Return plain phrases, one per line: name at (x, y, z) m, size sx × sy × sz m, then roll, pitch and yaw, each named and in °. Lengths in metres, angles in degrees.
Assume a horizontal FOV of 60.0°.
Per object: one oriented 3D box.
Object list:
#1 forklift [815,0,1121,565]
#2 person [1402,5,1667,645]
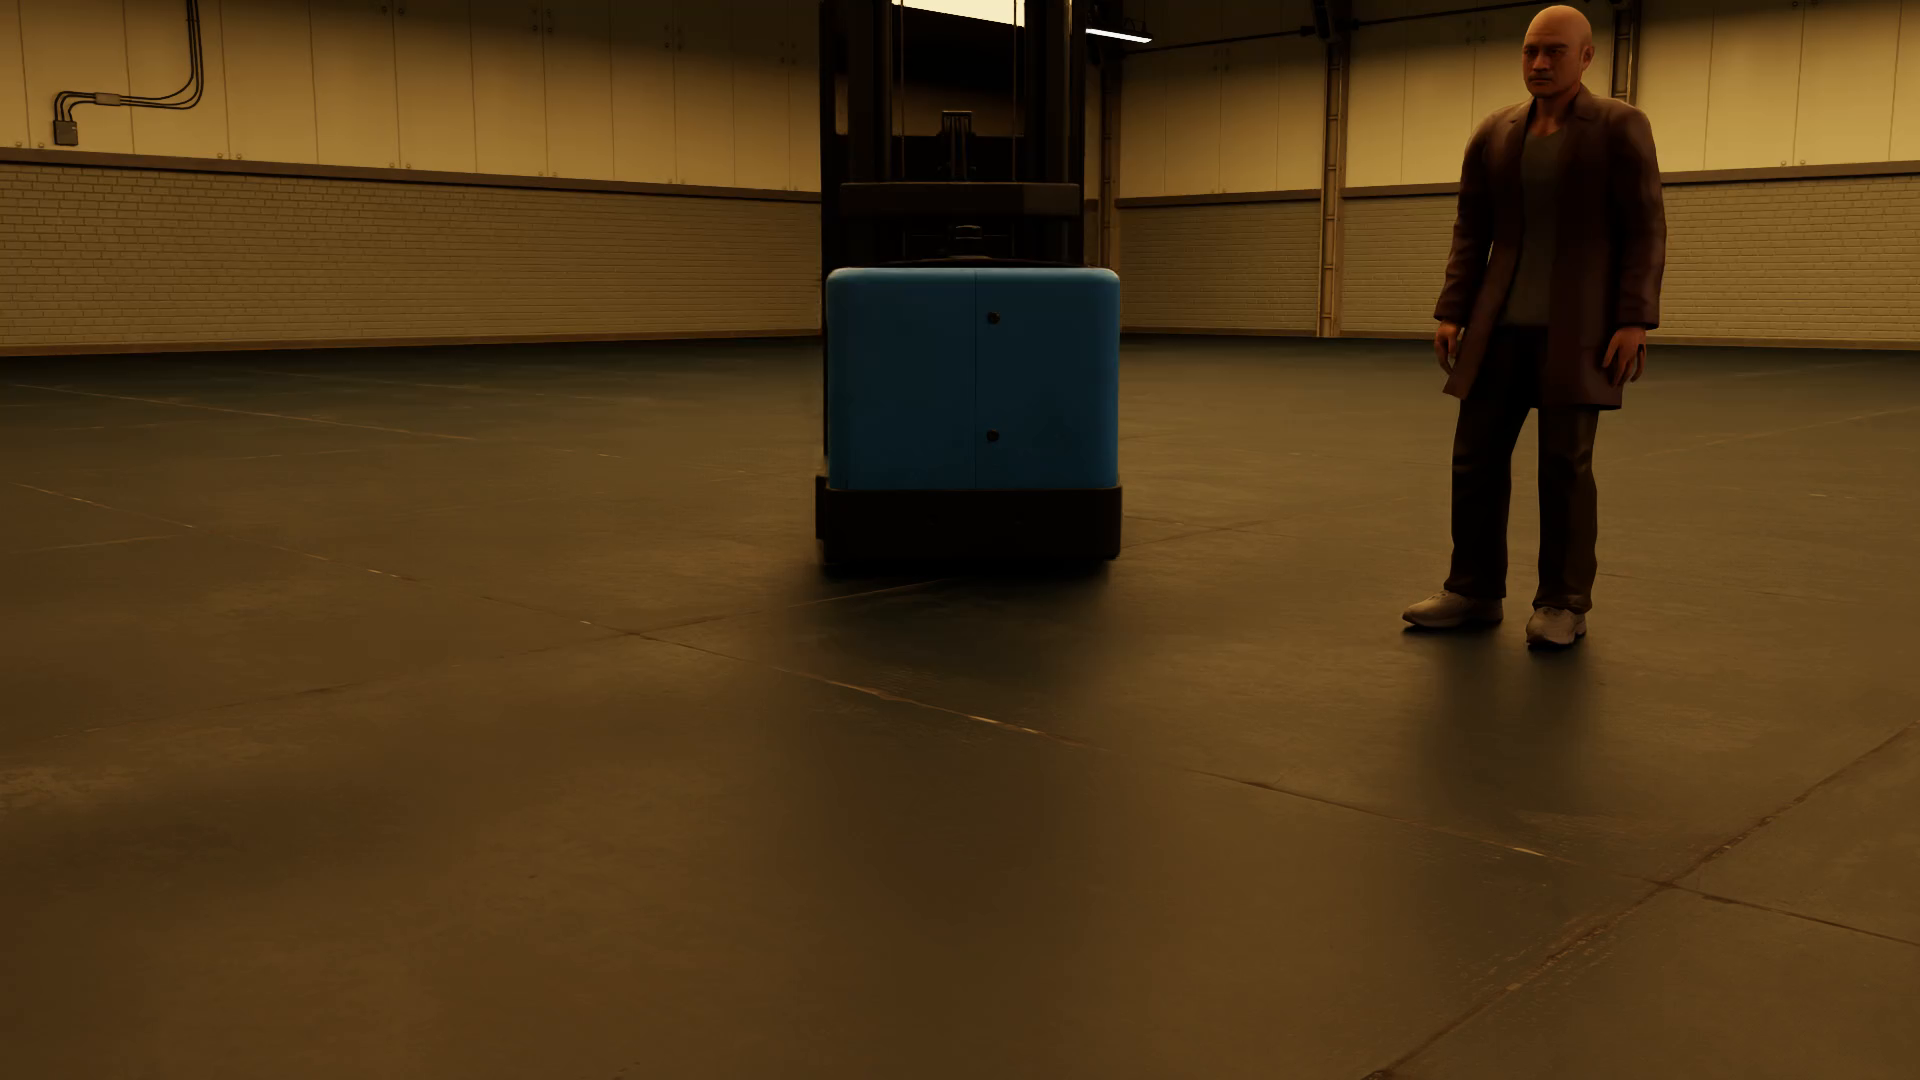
forklift at (-0.049, -1.540, 7.102) m, size 1.130 × 2.935 × 3.031 m, roll -1°, pitch 9°, yaw -4°
person at (1.665, -0.602, 4.760) m, size 0.652 × 1.773 × 0.428 m, roll 8°, pitch 12°, yaw 43°
